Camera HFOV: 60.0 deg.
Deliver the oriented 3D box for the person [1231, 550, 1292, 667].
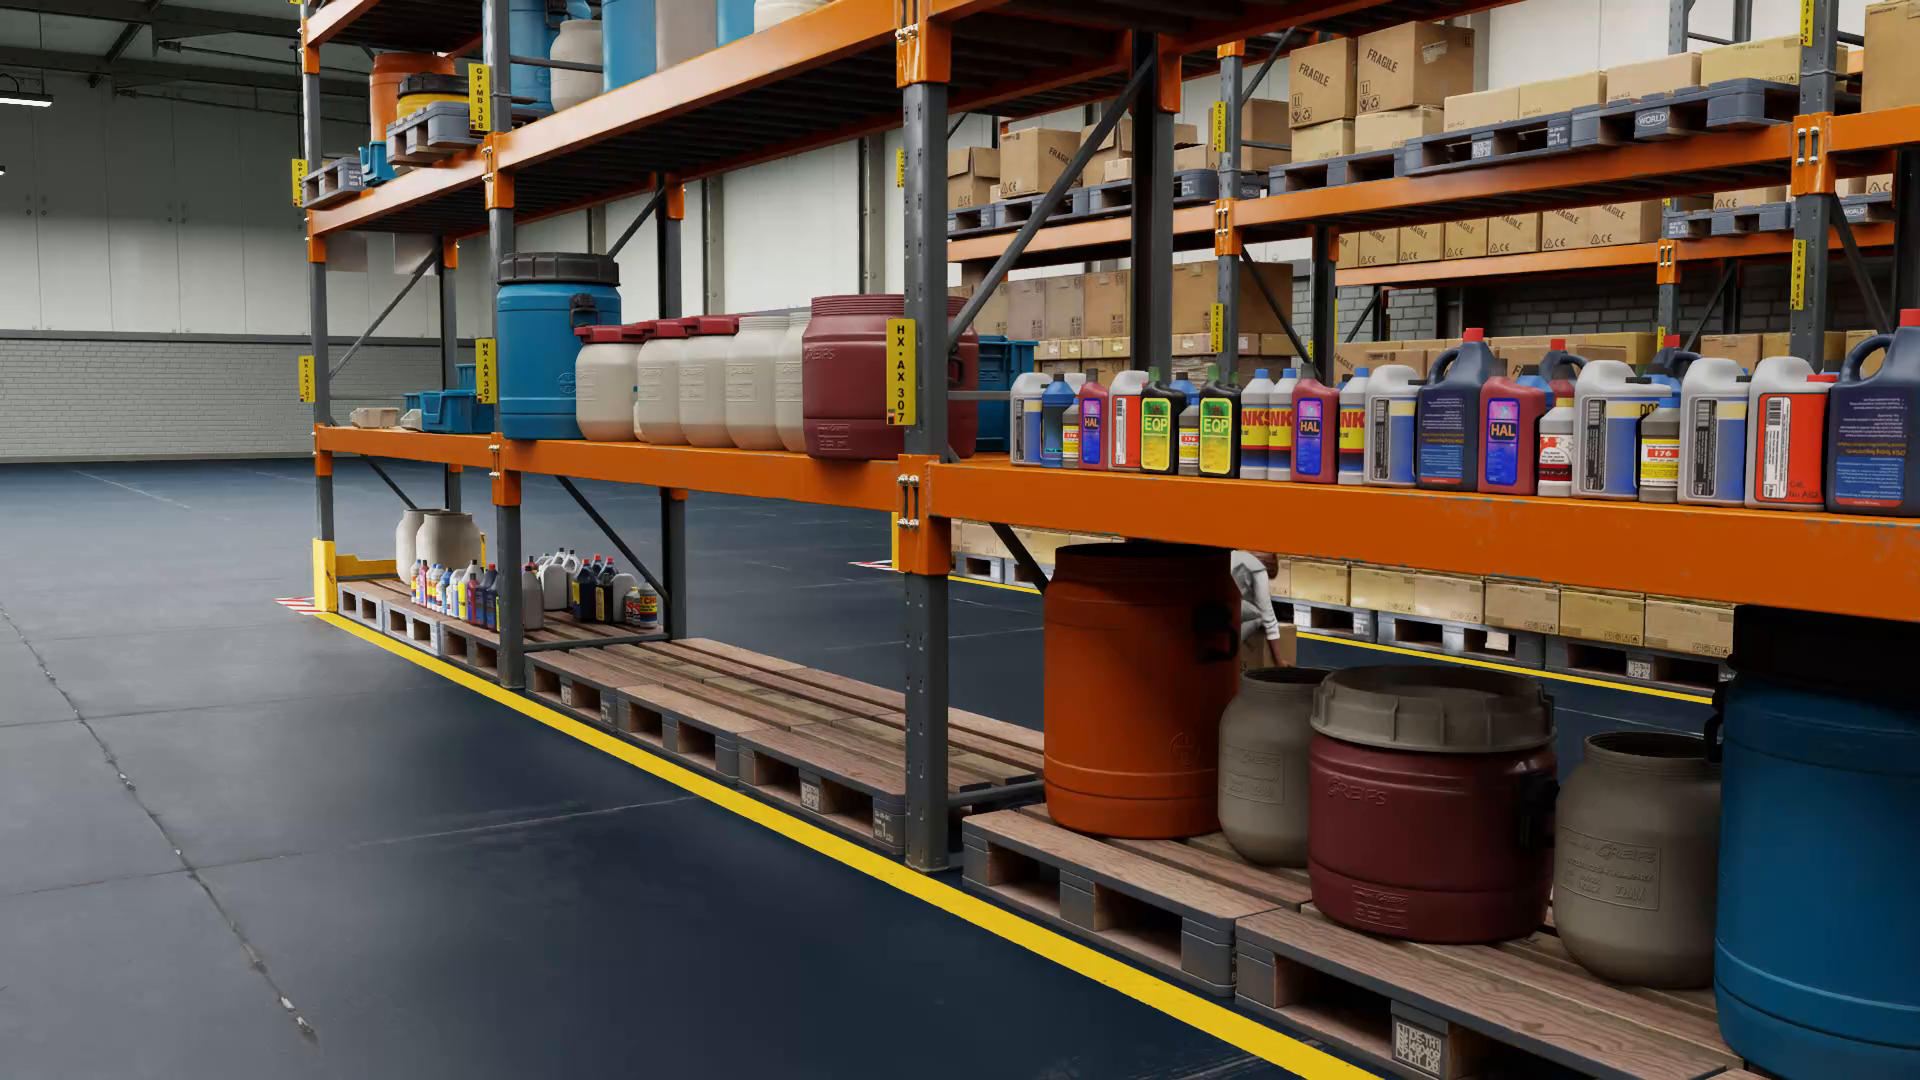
[{"bbox_3d":[1.439,0.413,9.065,0.854,0.699,0.422,-3,6,-35],"label":"person"}]
